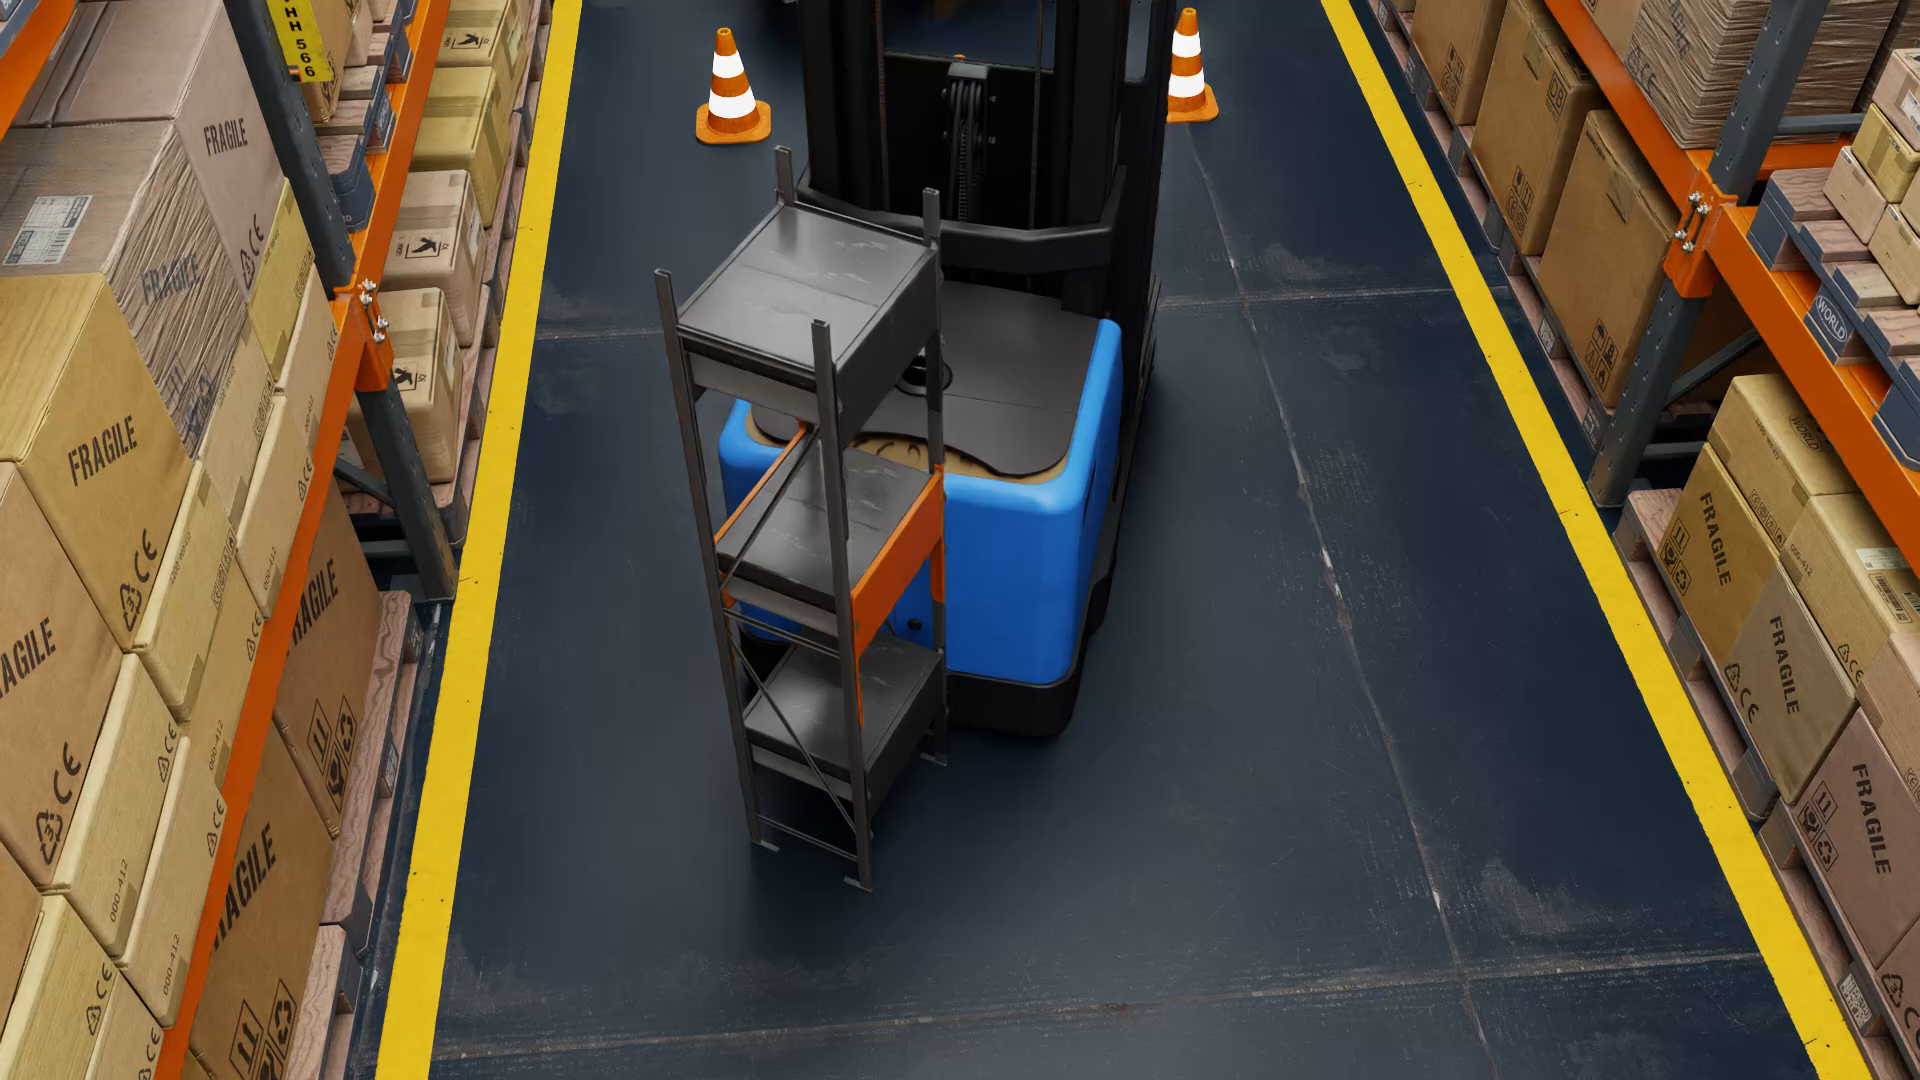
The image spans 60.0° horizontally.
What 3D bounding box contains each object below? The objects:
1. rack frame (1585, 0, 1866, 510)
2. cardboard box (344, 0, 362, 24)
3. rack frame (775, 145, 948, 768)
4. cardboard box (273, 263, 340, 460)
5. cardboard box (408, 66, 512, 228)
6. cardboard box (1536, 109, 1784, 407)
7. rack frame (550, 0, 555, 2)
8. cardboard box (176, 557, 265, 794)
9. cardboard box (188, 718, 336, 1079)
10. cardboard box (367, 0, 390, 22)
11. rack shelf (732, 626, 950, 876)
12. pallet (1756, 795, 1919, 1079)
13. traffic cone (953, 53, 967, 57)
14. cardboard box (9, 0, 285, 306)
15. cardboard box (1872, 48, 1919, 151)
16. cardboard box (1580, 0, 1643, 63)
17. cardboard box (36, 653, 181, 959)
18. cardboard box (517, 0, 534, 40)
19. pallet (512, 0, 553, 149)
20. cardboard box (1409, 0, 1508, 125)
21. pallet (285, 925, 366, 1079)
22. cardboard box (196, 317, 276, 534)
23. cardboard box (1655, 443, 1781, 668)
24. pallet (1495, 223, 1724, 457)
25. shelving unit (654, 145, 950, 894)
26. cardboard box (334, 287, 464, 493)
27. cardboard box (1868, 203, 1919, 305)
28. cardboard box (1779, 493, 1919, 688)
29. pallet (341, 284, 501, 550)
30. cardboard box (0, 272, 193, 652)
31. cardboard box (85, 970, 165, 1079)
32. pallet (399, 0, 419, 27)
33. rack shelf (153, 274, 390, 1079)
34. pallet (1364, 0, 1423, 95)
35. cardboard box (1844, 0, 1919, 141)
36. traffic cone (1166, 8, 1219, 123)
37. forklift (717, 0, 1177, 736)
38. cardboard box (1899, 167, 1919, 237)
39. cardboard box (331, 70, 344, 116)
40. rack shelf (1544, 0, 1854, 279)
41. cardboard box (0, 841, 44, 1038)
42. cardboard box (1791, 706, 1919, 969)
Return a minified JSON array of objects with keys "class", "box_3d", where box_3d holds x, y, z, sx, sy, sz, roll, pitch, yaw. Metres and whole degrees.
[{"class":"rack frame","box_3d":[2.734,-1.213,4.833,1.000,3.000,0.127,-3,47,-3]},{"class":"cardboard box","box_3d":[-2.047,-1.836,4.860,0.500,0.500,0.500,-1,47,-1]},{"class":"rack frame","box_3d":[-0.223,-0.088,4.383,0.400,2.100,0.015,19,50,17]},{"class":"cardboard box","box_3d":[-1.889,-0.437,4.201,0.500,0.250,0.500,-5,47,-5]},{"class":"cardboard box","box_3d":[-2.355,-1.571,6.693,0.950,0.372,0.625,-2,47,-2]},{"class":"cardboard box","box_3d":[2.773,-1.030,5.919,1.050,0.750,0.750,-4,47,-4]},{"class":"rack frame","box_3d":[-2.525,-3.733,7.219,1.000,3.000,0.127,-3,47,-3]},{"class":"cardboard box","box_3d":[-1.804,0.297,3.506,0.500,0.250,0.500,-4,47,-4]},{"class":"cardboard box","box_3d":[-2.144,0.898,4.008,0.875,0.875,0.875,-3,47,-3]},{"class":"cardboard box","box_3d":[-2.001,-1.751,5.226,0.380,0.149,0.250,-3,47,-3]},{"class":"rack shelf","box_3d":[-0.328,0.560,4.754,0.431,0.518,0.480,19,50,17]},{"class":"pallet","box_3d":[2.897,1.192,4.475,1.003,0.211,1.213,-3,47,-3]},{"class":"traffic cone","box_3d":[-0.005,-1.899,7.230,0.336,0.463,0.334,-3,47,-3]},{"class":"cardboard box","box_3d":[-1.886,-0.859,3.740,0.500,0.500,0.500,-5,47,-4]},{"class":"cardboard box","box_3d":[2.580,-1.126,4.224,0.380,0.149,0.250,-3,47,-3]},{"class":"cardboard box","box_3d":[2.389,-1.918,5.431,0.500,0.500,0.500,-3,47,-3]},{"class":"cardboard box","box_3d":[-1.742,0.491,2.978,0.500,0.250,0.500,-5,47,-4]},{"class":"cardboard box","box_3d":[-2.478,-2.594,7.662,0.950,0.372,0.625,-3,47,-3]},{"class":"pallet","box_3d":[-2.458,-2.211,7.698,1.003,0.211,1.213,-3,47,-3]},{"class":"cardboard box","box_3d":[2.618,-2.336,7.156,1.050,0.750,0.750,-3,47,-3]},{"class":"pallet","box_3d":[-2.100,1.576,4.112,1.003,0.211,1.213,-3,47,-3]},{"class":"cardboard box","box_3d":[-1.849,-0.253,3.683,0.500,0.250,0.500,-5,47,-4]},{"class":"cardboard box","box_3d":[2.540,0.030,5.088,0.500,0.500,0.500,-5,47,-5]},{"class":"pallet","box_3d":[2.744,-0.829,6.390,1.003,0.211,1.213,-3,47,-3]},{"class":"shelving unit","box_3d":[-0.330,0.072,4.233,0.431,2.100,0.503,19,50,17]},{"class":"cardboard box","box_3d":[-2.227,-0.489,5.668,0.950,0.372,0.625,-6,47,-6]},{"class":"cardboard box","box_3d":[2.593,-0.741,4.269,0.380,0.149,0.250,-1,47,-1]},{"class":"cardboard box","box_3d":[2.593,0.125,4.482,0.500,0.250,0.500,-4,47,-4]},{"class":"pallet","box_3d":[-2.254,-0.445,6.026,1.003,0.211,1.213,-3,47,-3]},{"class":"cardboard box","box_3d":[-1.800,-0.128,3.048,0.500,0.500,0.500,-3,47,-3]},{"class":"cardboard box","box_3d":[-1.700,1.026,2.815,0.500,0.250,0.500,-4,47,-4]},{"class":"pallet","box_3d":[-2.396,-2.202,5.902,1.003,0.211,1.213,-3,47,-3]},{"class":"rack shelf","box_3d":[-2.022,0.856,3.369,1.077,0.370,4.000,-3,47,-3]},{"class":"pallet","box_3d":[2.539,-2.594,8.062,1.003,0.211,1.213,-3,47,-3]},{"class":"cardboard box","box_3d":[2.966,-1.588,5.119,0.500,0.500,0.500,-3,47,-3]},{"class":"traffic cone","box_3d":[1.007,-2.172,7.489,0.336,0.463,0.334,-3,47,-3]},{"class":"forklift","box_3d":[0.124,-1.497,5.149,1.130,2.935,3.031,9,47,8]},{"class":"cardboard box","box_3d":[2.600,-0.815,4.135,0.380,0.149,0.250,-1,47,-1]},{"class":"cardboard box","box_3d":[-2.022,-1.350,4.846,0.380,0.149,0.250,-6,47,-6]},{"class":"rack shelf","box_3d":[2.567,-2.412,6.464,1.077,0.370,4.000,-3,47,-3]},{"class":"cardboard box","box_3d":[-1.715,0.612,2.347,0.500,0.500,0.500,-5,47,-4]},{"class":"cardboard box","box_3d":[2.633,0.764,4.393,0.500,0.500,0.500,-5,47,-4]}]
